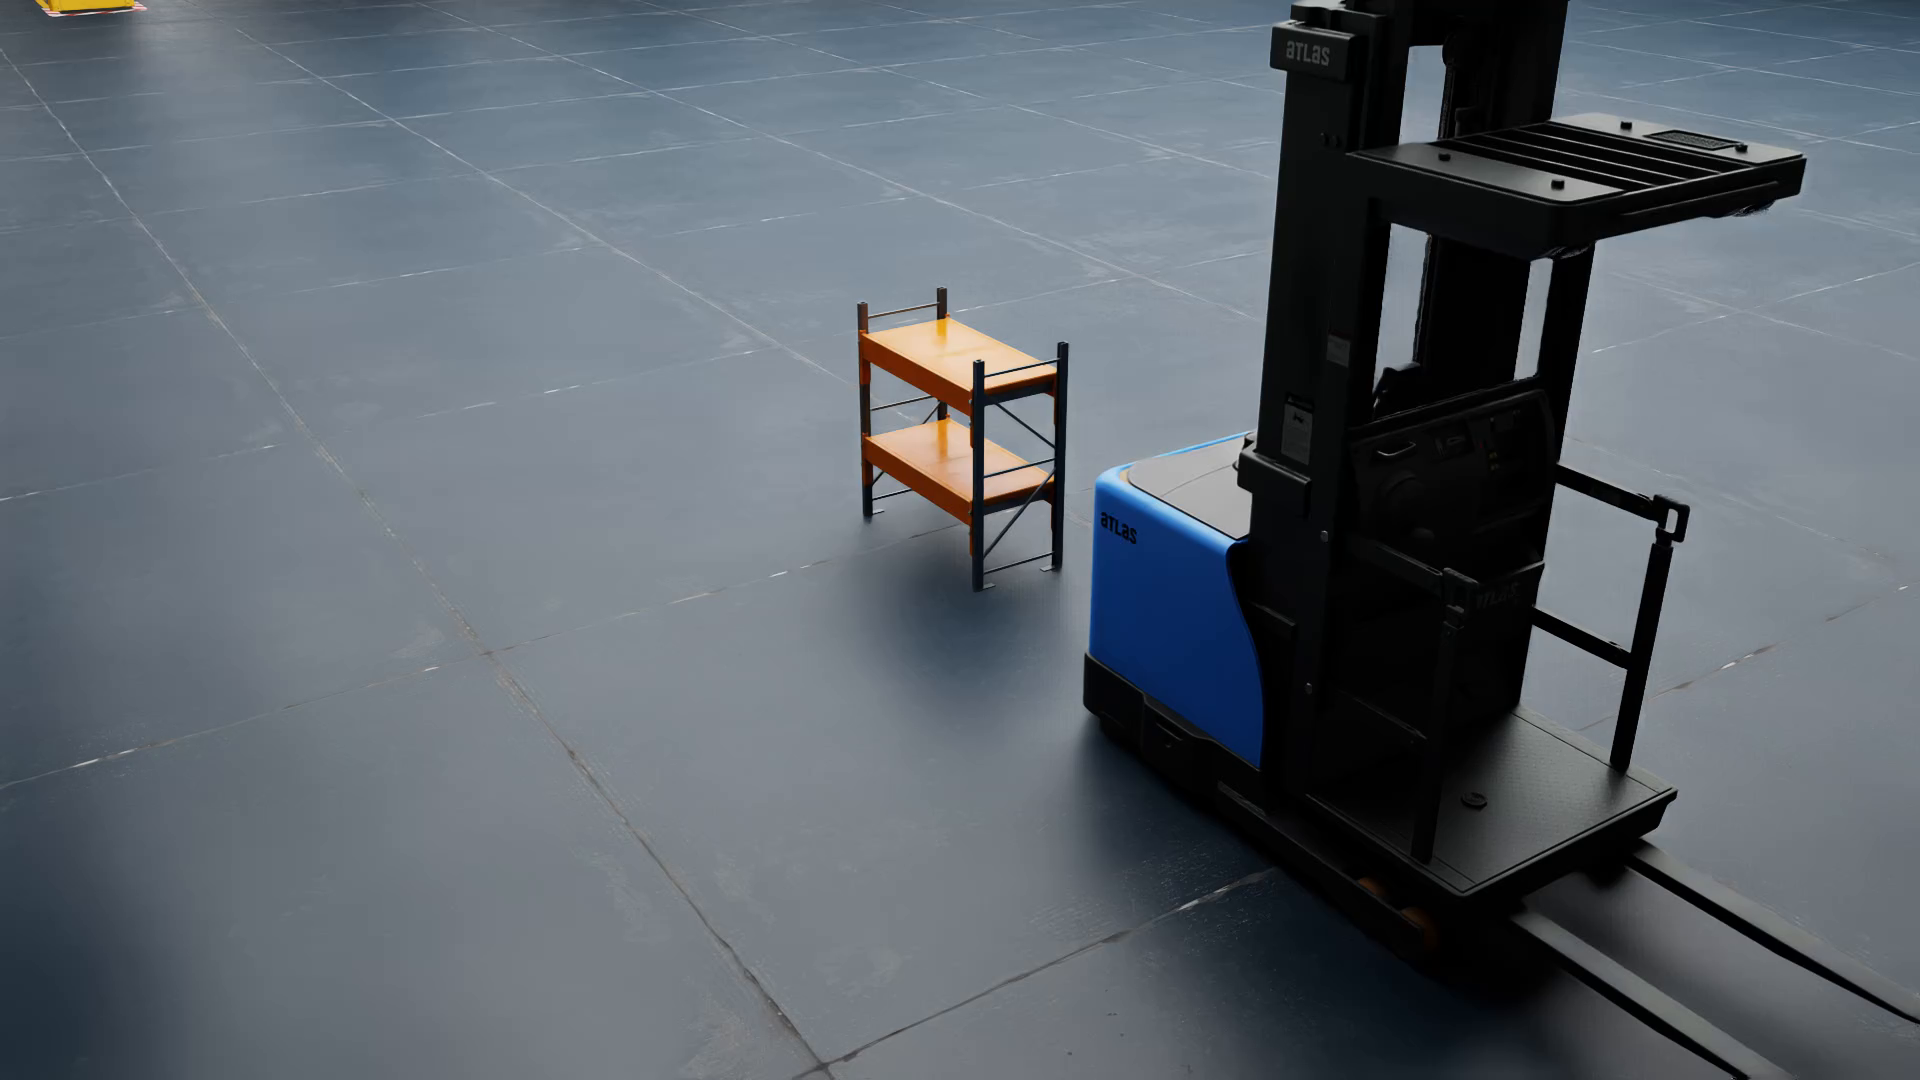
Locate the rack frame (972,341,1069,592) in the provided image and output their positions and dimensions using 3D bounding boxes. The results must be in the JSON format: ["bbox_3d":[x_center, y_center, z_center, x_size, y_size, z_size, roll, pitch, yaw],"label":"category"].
[{"bbox_3d":[0.274,-0.329,7.630,0.500,1.125,0.032,-16,29,-30],"label":"rack frame"}]

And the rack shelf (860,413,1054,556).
[{"bbox_3d":[-0.004,-0.290,8.119,0.538,0.278,1.000,-16,29,-30],"label":"rack shelf"}]

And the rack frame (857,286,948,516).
[{"bbox_3d":[-0.281,-0.693,8.400,0.500,1.125,0.032,-16,29,-30],"label":"rack frame"}]

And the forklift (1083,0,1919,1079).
[{"bbox_3d":[1.726,-0.202,5.244,1.130,2.935,3.031,-16,30,-30],"label":"forklift"}]

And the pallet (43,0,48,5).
[{"bbox_3d":[-13.850,-8.585,26.188,1.003,0.211,1.213,-16,29,-30],"label":"pallet"}]

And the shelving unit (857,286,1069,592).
[{"bbox_3d":[-0.004,-0.511,8.015,0.538,1.125,1.048,-16,29,-30],"label":"shelving unit"}]

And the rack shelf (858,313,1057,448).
[{"bbox_3d":[-0.004,-0.776,7.890,0.538,0.278,1.000,-16,29,-30],"label":"rack shelf"}]

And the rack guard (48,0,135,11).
[{"bbox_3d":[-13.384,-8.443,25.550,1.175,0.500,0.348,-16,29,-30],"label":"rack guard"}]
